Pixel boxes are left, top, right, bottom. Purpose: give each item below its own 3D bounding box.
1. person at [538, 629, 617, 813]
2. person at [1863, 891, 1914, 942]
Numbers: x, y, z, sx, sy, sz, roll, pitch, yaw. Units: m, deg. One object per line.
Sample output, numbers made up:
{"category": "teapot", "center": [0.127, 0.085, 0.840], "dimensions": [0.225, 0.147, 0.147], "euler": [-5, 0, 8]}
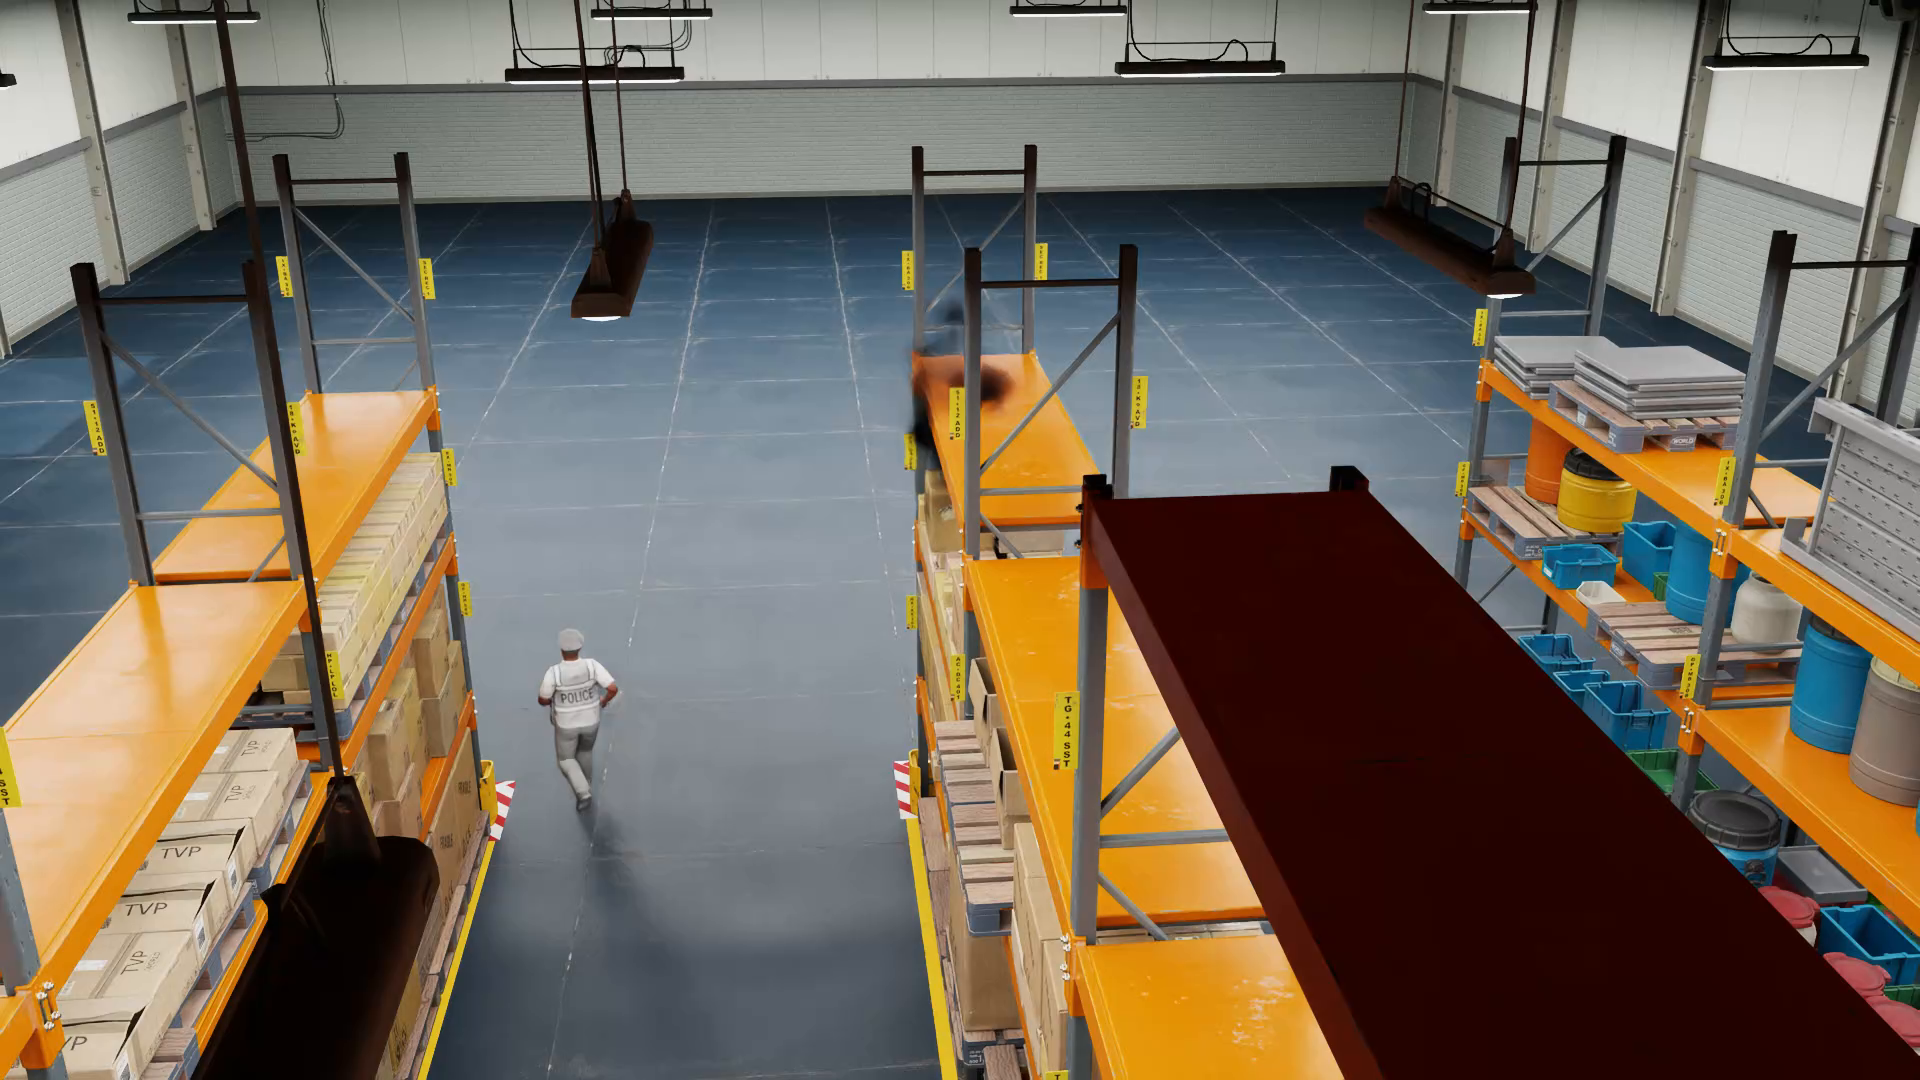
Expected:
{"category": "person", "center": [-3.467, 1.636, 15.111], "dimensions": [0.689, 1.755, 0.865], "euler": [-11, 24, -25]}
{"category": "person", "center": [7.314, 2.511, 12.930], "dimensions": [0.663, 1.748, 0.780], "euler": [-7, 23, -17]}
